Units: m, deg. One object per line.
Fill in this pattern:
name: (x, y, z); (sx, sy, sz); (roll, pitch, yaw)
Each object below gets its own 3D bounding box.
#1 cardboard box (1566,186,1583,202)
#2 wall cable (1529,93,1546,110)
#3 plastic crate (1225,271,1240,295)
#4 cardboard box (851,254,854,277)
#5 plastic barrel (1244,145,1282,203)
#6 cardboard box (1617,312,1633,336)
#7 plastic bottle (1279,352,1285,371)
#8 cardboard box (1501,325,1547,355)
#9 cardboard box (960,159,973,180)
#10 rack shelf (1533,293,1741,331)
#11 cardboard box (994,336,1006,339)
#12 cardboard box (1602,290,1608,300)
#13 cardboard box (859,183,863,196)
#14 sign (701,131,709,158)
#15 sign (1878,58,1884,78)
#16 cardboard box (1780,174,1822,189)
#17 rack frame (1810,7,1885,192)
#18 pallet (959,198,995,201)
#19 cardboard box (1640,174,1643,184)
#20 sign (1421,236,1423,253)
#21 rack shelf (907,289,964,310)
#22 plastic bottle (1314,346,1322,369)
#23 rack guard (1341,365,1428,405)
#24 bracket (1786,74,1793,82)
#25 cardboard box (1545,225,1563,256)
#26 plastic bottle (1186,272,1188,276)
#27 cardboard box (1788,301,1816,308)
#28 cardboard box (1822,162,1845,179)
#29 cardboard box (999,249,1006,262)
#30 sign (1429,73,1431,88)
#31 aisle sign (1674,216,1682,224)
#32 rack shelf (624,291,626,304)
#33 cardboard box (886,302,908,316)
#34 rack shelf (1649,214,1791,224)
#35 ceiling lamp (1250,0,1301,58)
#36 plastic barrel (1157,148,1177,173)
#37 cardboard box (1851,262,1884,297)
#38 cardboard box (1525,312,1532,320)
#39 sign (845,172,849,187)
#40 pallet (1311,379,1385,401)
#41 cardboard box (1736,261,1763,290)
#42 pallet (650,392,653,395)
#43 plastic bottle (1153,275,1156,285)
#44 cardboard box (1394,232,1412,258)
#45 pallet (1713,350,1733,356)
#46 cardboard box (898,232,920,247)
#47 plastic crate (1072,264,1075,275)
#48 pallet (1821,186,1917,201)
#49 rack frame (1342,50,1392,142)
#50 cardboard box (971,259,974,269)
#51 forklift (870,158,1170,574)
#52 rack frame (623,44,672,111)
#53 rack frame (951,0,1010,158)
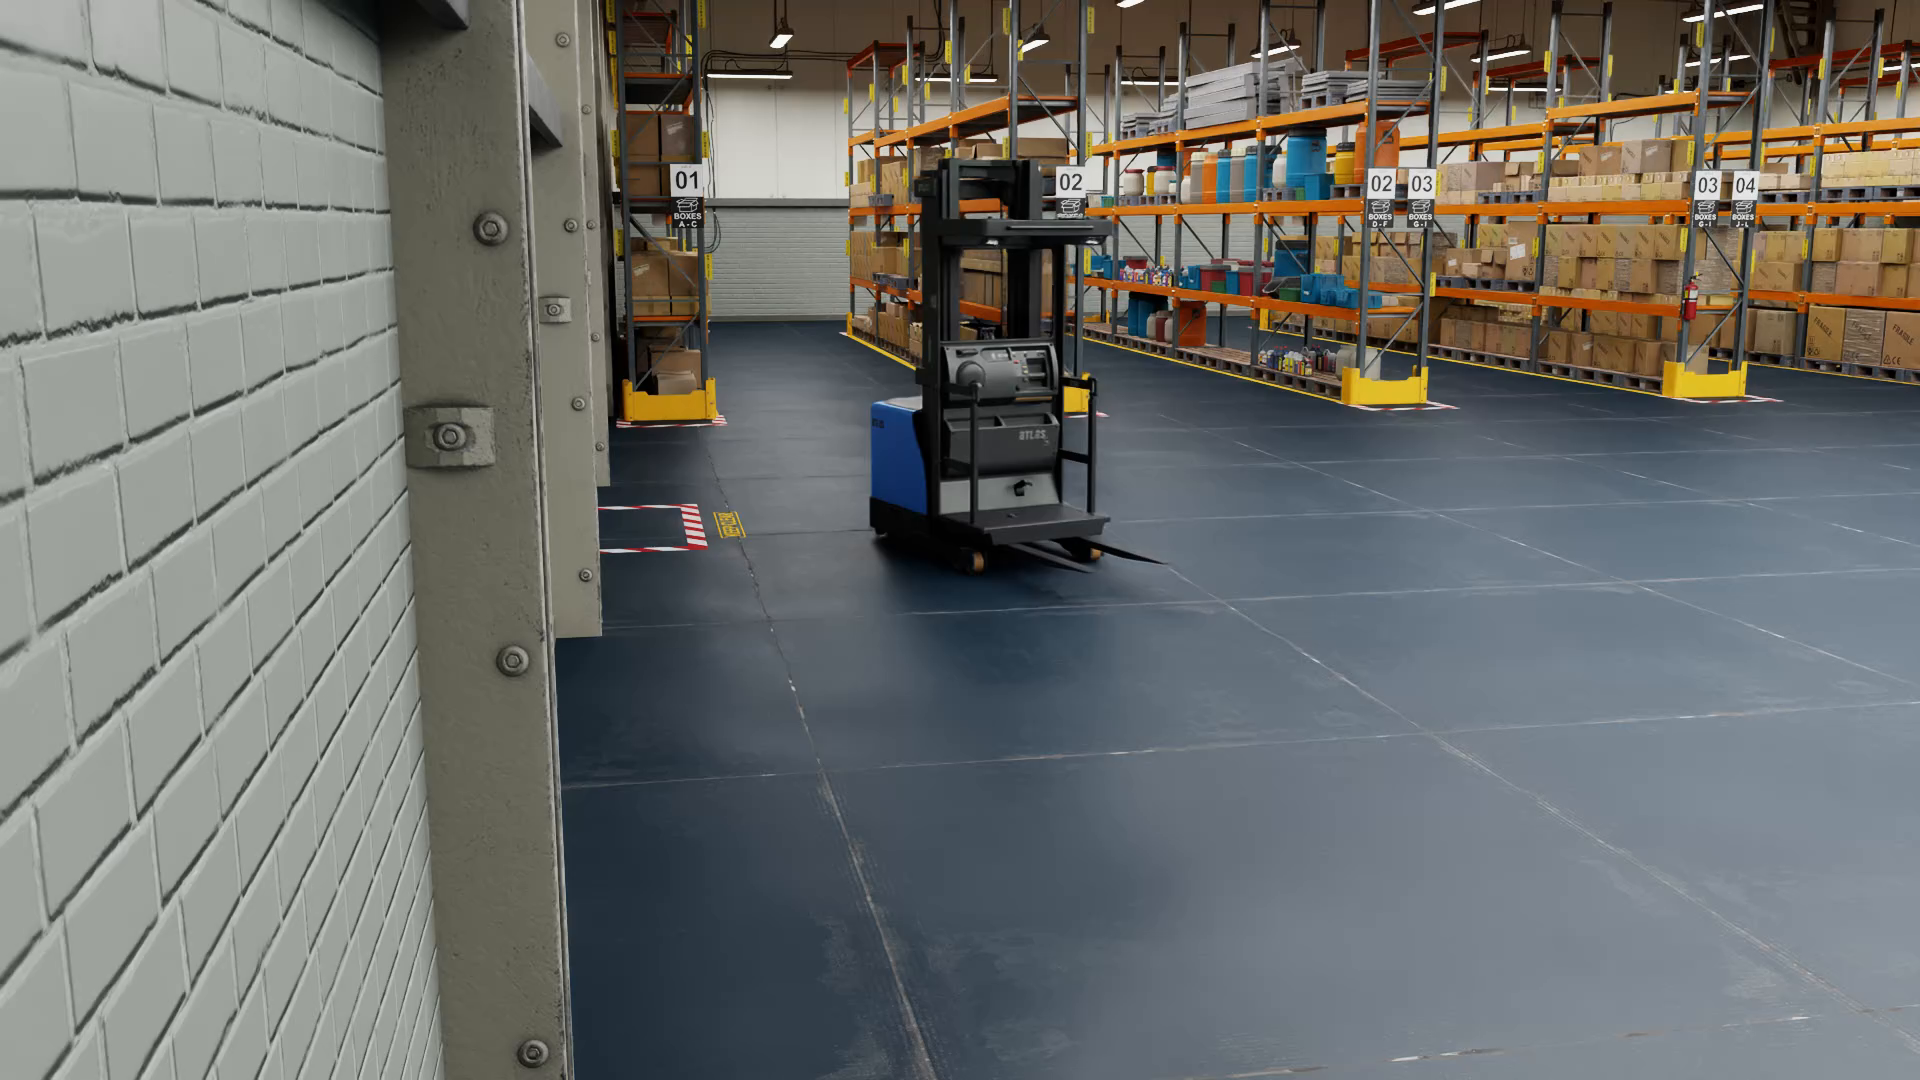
cardboard box: (10.021, -5.509, 26.496); (0.500, 0.250, 0.500); (-2, 11, -12)
wall cable: (16.819, -10.866, 46.219); (2.355, 3.000, 0.029); (-2, 11, -11)
plastic crate: (4.698, -4.301, 27.813); (0.392, 0.384, 0.575); (-2, 11, -11)
cardboard box: (-2.148, -6.097, 36.941); (0.500, 0.500, 0.500); (-2, 11, -10)
plastic barrel: (4.906, -5.923, 26.929); (0.600, 0.901, 0.708); (-2, 11, -11)
cardboard box: (13.702, -4.378, 33.739); (0.500, 0.500, 0.500); (-2, 11, -9)
plastic bottle: (4.996, -2.770, 25.815); (0.061, 0.283, 0.133); (-2, 11, -8)
cardboard box: (9.904, -3.488, 29.006); (0.700, 0.500, 0.500); (-2, 11, -11)
cardboard box: (0.303, -5.442, 24.485); (0.500, 0.311, 0.500); (-3, 11, -14)
rack shelf: (10.465, -3.578, 25.894); (1.077, 0.370, 4.000); (-2, 11, -11)
cardboard box: (0.740, -2.516, 22.618); (0.500, 0.500, 0.500); (-2, 11, -11)
cardboard box: (10.221, -3.805, 25.838); (0.380, 0.149, 0.250); (-2, 11, -11)
cardboard box: (-1.844, -7.406, 35.124); (0.500, 0.250, 0.500); (-2, 11, -11)
sign: (-3.190, -4.946, 20.802); (0.100, 0.325, 0.005); (-2, 11, -11)
sign: (15.511, -7.959, 28.024); (0.100, 0.325, 0.005); (-2, 11, -11)
cardboard box: (14.667, -6.239, 28.940); (0.500, 0.250, 0.500); (-2, 11, -10)
rack frame: (14.961, -7.407, 28.044); (1.000, 3.000, 0.127); (-2, 11, -11)
pallet: (0.174, -5.479, 26.450); (0.805, 0.209, 1.217); (-3, 11, -13)
cardboard box: (10.400, -5.393, 24.820); (0.380, 0.149, 0.250); (-2, 11, -10)
sign: (8.755, -5.579, 31.391); (0.100, 0.325, 0.005); (-2, 11, -11)
rack shelf: (-0.030, -3.952, 27.860); (1.077, 0.370, 4.000); (-2, 11, -11)
plastic bottle: (5.663, -2.890, 26.264); (0.144, 0.351, 0.185); (-3, 11, -14)
rack guard: (5.935, -2.168, 23.252); (1.175, 0.500, 0.348); (-2, 11, -11)
bracket: (22.262, -12.346, 44.368); (0.235, 0.232, 0.430); (-2, 11, -11)
cardboard box: (9.915, -4.892, 27.141); (0.500, 0.500, 0.500); (-2, 11, -11)
plastic bottle: (4.453, -5.113, 32.383); (0.097, 0.271, 0.097); (0, 11, 0)
cardboard box: (18.624, -5.012, 36.065); (0.875, 0.875, 0.875); (-2, 11, -9)
cardboard box: (14.782, -6.161, 27.737); (0.500, 0.250, 0.500); (-2, 11, -11)
cardboard box: (0.940, -4.083, 22.889); (0.700, 0.500, 0.500); (-2, 11, -12)
sign: (8.755, -8.494, 30.836); (0.100, 0.325, 0.005); (-2, 11, -11)
aisle sign: (17.753, -8.161, 41.097); (0.394, 0.787, 0.004); (-2, 11, -11)
rack shelf: (-4.889, -3.771, 26.910); (1.077, 0.370, 4.000); (-2, 11, -11)
cardboard box: (-1.148, -4.481, 32.220); (0.500, 0.250, 0.500); (-2, 11, -11)
rack shelf: (17.852, -7.612, 39.071); (1.077, 0.370, 4.000); (-2, 11, -11)
ceiling lamp: (6.570, -11.348, 33.141); (0.800, 3.185, 2.000); (-2, 11, -11)
plastic barrel: (4.144, -7.204, 32.535); (0.600, 0.901, 0.708); (-2, 11, -11)
cardboard box: (15.164, -4.263, 27.169); (0.875, 0.550, 0.550); (-2, 11, -11)
cardboard box: (12.898, -5.023, 37.269); (0.380, 0.149, 0.250); (-3, 11, -13)
sign: (-2.508, -8.022, 36.962); (0.100, 0.325, 0.005); (-2, 11, -11)
pallet: (5.782, -2.176, 24.062); (1.003, 0.211, 1.213); (-2, 11, -11)
cardboard box: (14.401, -4.780, 30.021); (0.500, 0.500, 0.500); (-2, 11, -10)
pallet: (-3.860, -1.818, 22.184); (1.003, 0.211, 1.213); (-2, 11, -11)
plastic bottle: (3.761, -5.002, 31.983); (0.097, 0.201, 0.097); (0, 11, 0)
cardboard box: (9.048, -5.828, 32.842); (0.797, 0.503, 0.637); (-2, 11, -10)
pallet: (14.263, -3.676, 31.946); (1.003, 0.211, 1.213); (-2, 11, -11)
cardboard box: (-1.013, -6.042, 33.979); (0.500, 0.500, 0.500); (-2, 11, -10)
plastic crate: (2.737, -6.088, 37.446); (0.416, 0.233, 0.300); (-2, 11, -11)
pallet: (15.110, -5.739, 27.542); (1.003, 0.211, 1.213); (-2, 11, -11)
rack frame: (8.521, -8.712, 34.902); (1.000, 3.000, 0.127); (-2, 11, -11)
cardboard box: (0.374, -4.108, 24.757); (0.380, 0.149, 0.250); (-2, 11, -12)
forklift: (0.411, -1.291, 12.139); (1.130, 2.935, 3.031); (-6, 12, -28)
rack frame: (-6.056, -8.172, 32.063); (1.000, 3.000, 0.127); (-2, 11, -11)
rack frame: (0.359, -6.885, 25.304); (1.000, 3.000, 0.127); (-2, 11, -11)
